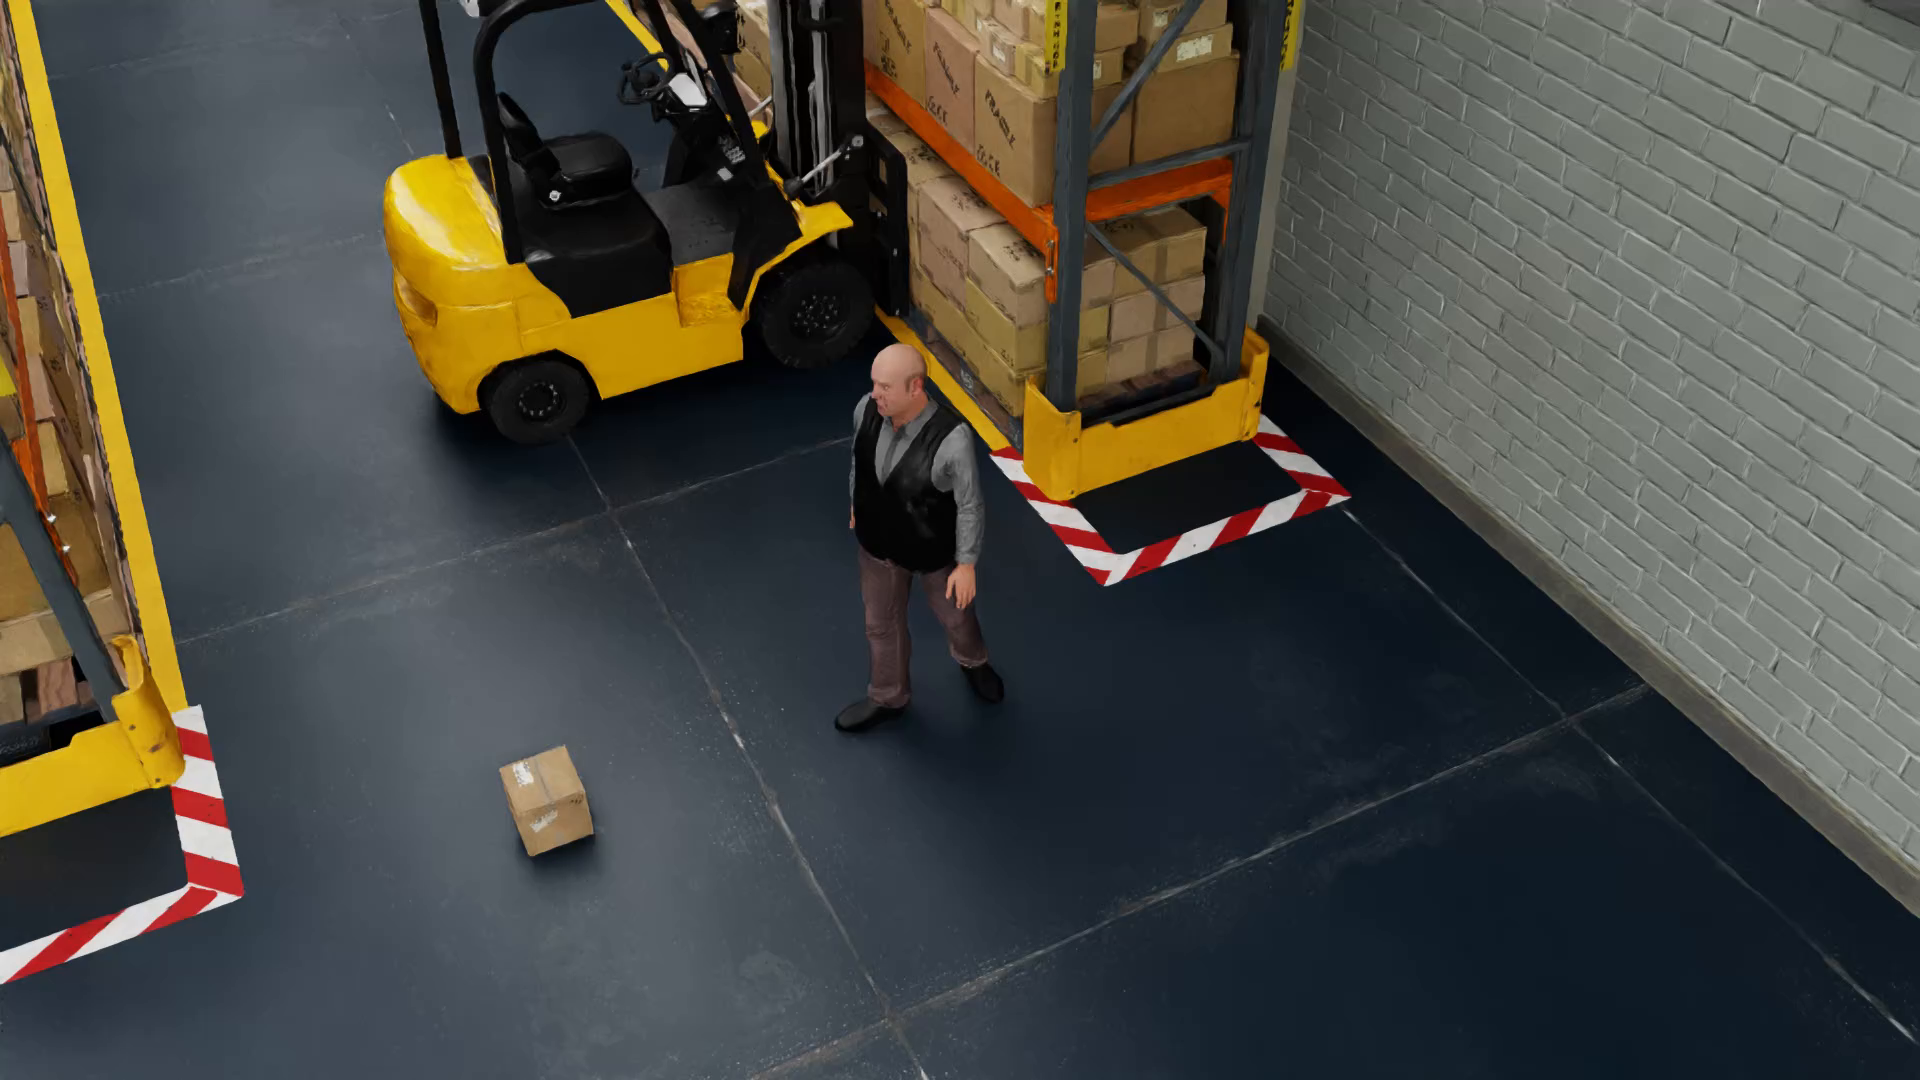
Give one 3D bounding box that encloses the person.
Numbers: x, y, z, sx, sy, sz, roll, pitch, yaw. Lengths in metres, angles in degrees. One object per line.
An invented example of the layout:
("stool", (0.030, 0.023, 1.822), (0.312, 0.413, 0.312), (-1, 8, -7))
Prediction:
("person", (-0.177, -0.002, 6.180), (0.649, 1.720, 0.619), (21, 45, 22))
